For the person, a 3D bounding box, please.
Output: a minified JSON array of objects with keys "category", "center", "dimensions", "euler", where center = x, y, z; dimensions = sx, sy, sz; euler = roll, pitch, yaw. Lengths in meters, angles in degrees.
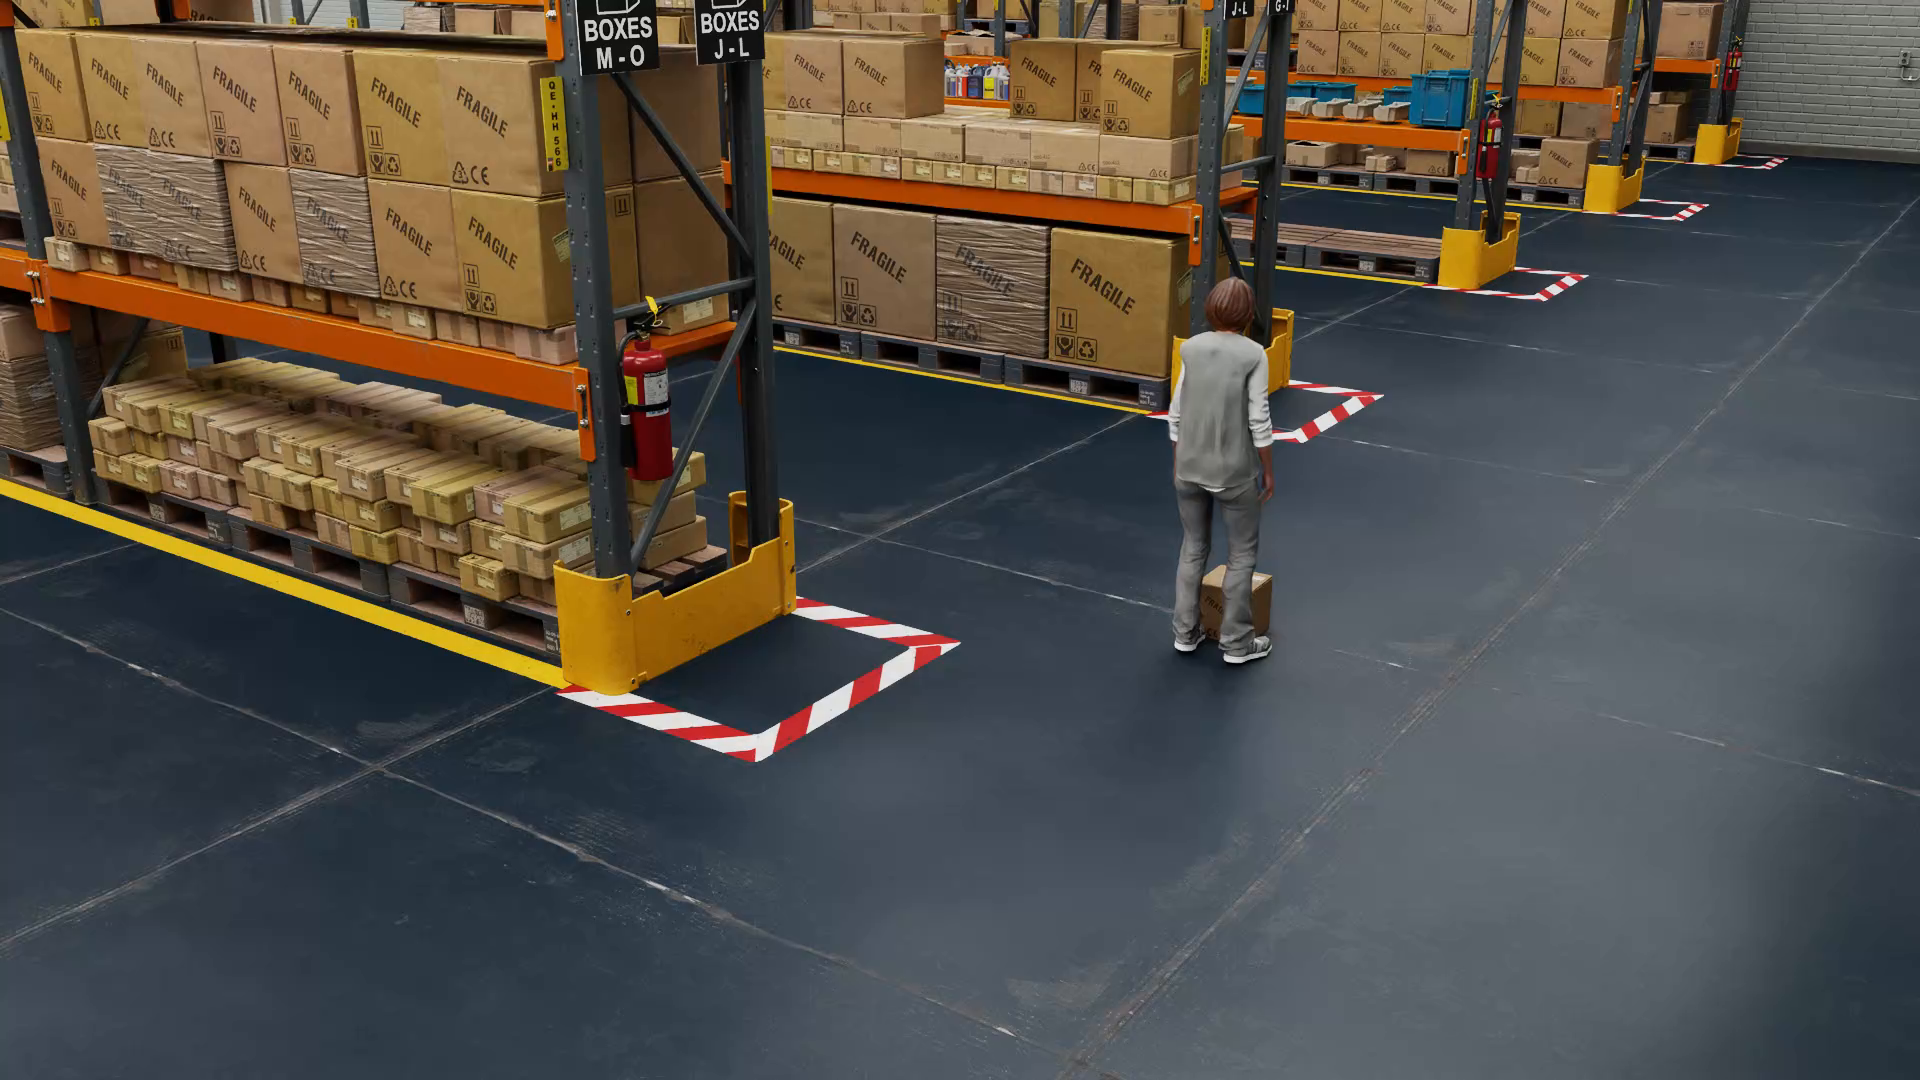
[{"category":"person","center":[1.066,-0.269,6.839],"dimensions":[0.461,1.582,0.343],"euler":[13,24,32]}]
